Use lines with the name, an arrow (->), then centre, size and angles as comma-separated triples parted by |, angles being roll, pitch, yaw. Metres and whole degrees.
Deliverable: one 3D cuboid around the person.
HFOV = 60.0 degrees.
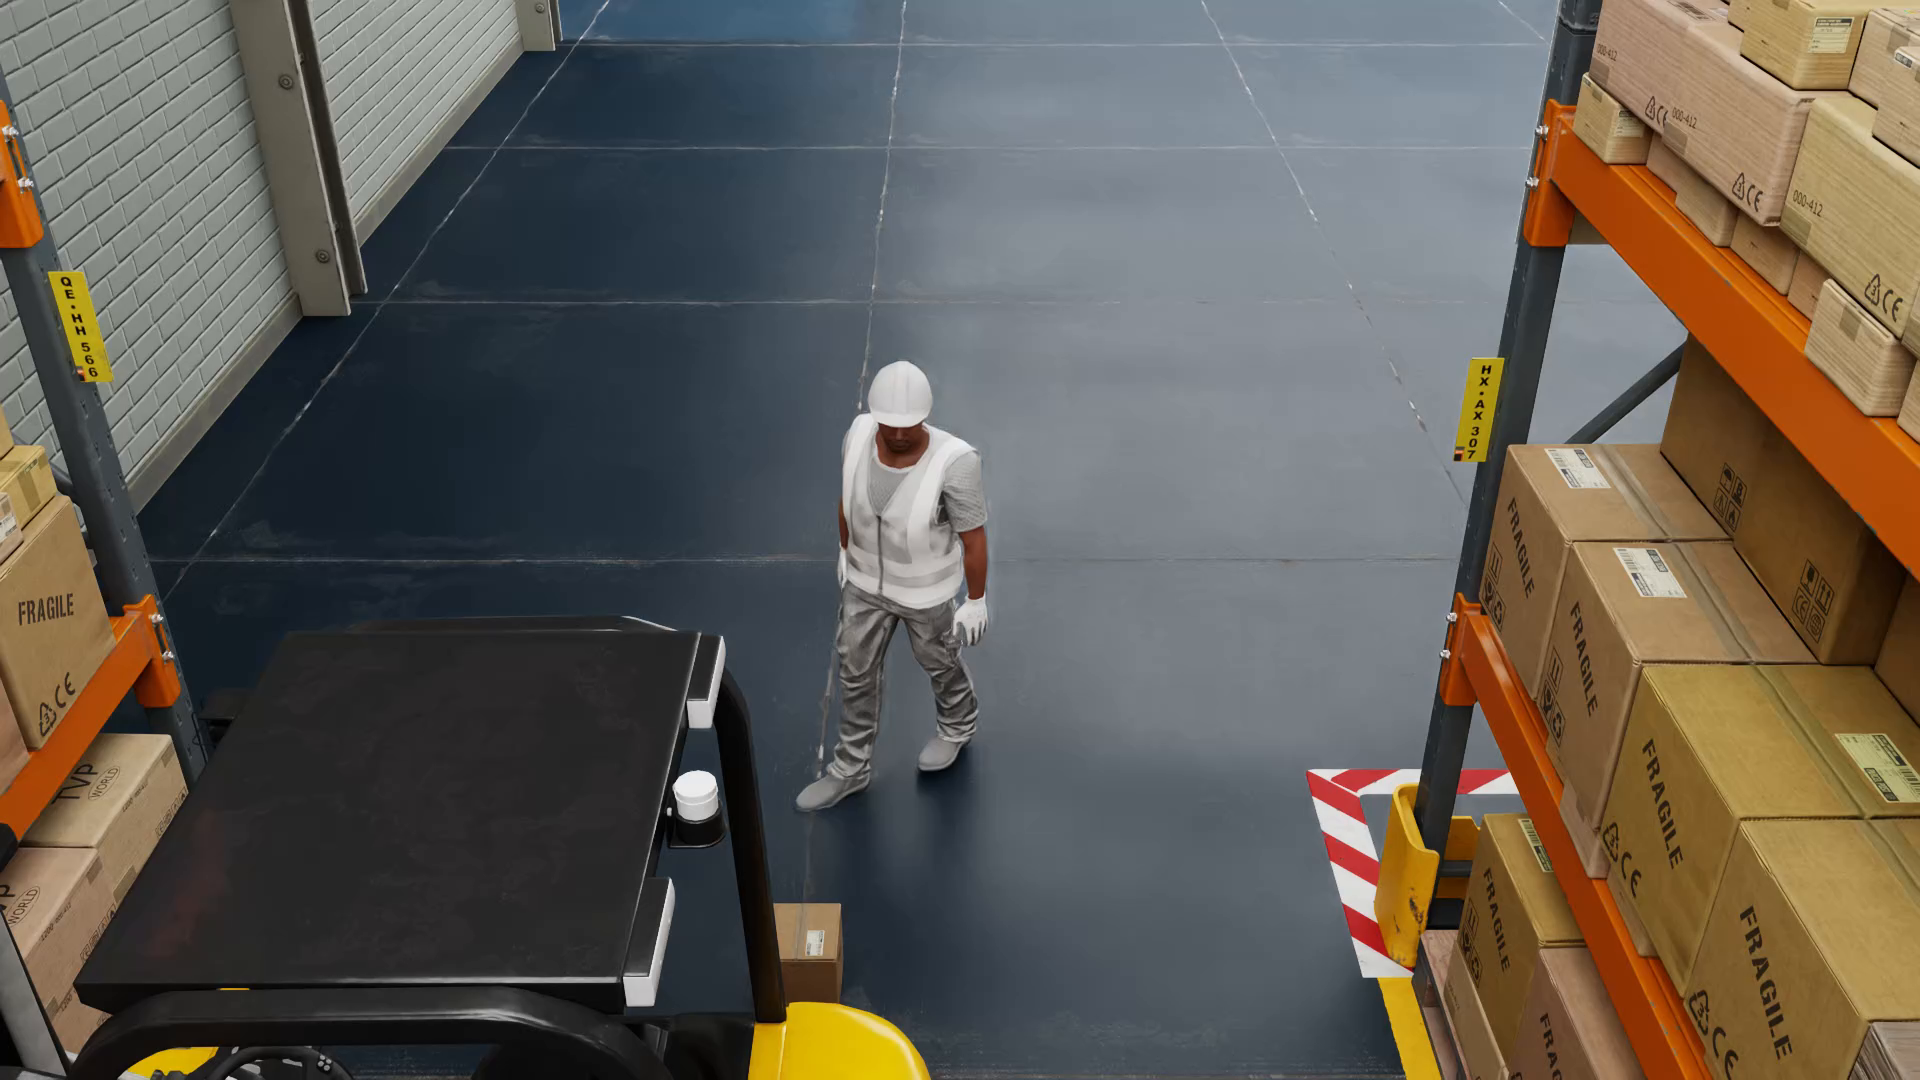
person -> -0.194, 0.165, 5.857 | 0.638, 1.797, 0.670 | 15, 35, 24
